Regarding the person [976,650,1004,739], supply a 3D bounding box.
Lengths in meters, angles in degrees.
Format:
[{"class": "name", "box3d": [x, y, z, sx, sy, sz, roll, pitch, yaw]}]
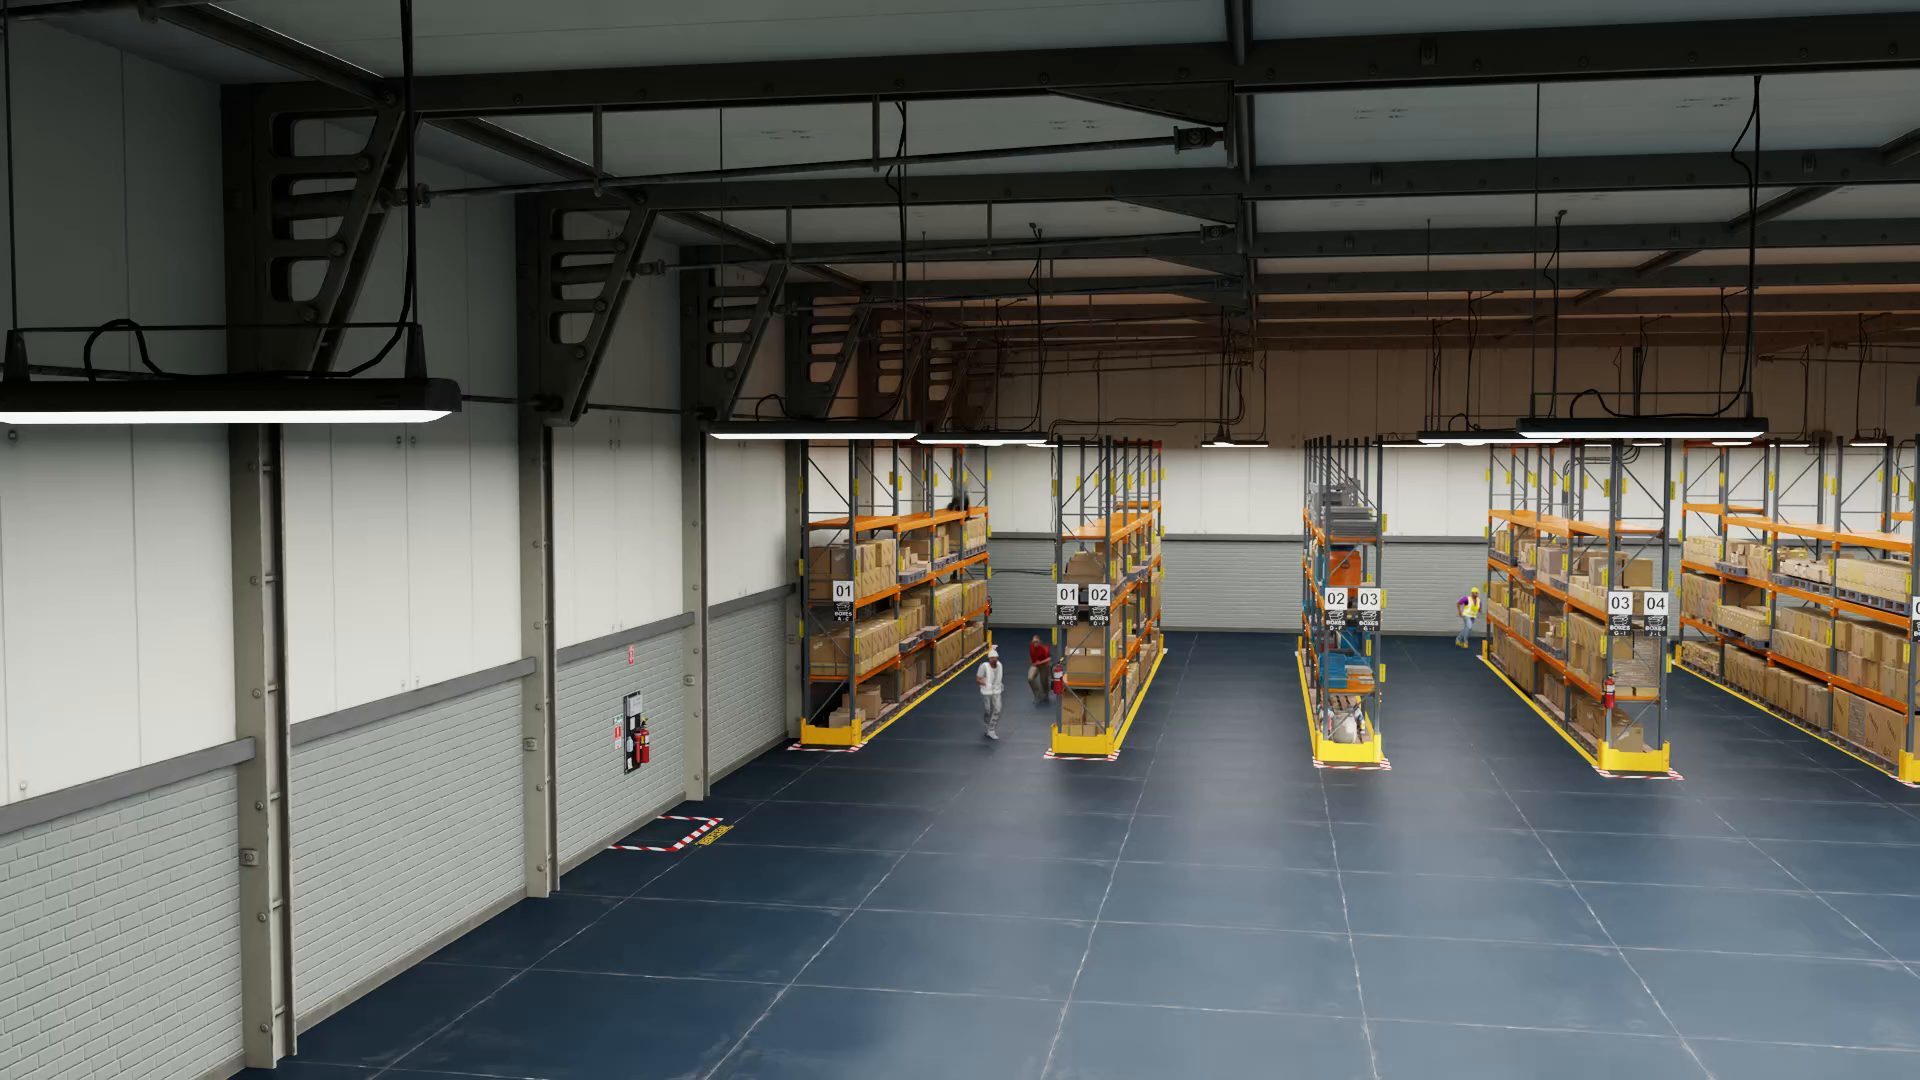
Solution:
[{"class": "person", "box3d": [0.572, 3.044, 33.139, 0.643, 1.757, 0.856, -1, 3, -17]}]

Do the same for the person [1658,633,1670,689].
[{"class": "person", "box3d": [16.427, 2.723, 39.418, 0.756, 1.759, 0.767, 2, 4, 39]}]

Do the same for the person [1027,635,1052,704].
[{"class": "person", "box3d": [1.832, 2.897, 37.707, 0.685, 1.554, 1.125, 1, 3, 25]}]

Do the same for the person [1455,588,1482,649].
[{"class": "person", "box3d": [14.695, 2.237, 48.059, 0.803, 1.715, 0.805, -1, 3, -24]}]
